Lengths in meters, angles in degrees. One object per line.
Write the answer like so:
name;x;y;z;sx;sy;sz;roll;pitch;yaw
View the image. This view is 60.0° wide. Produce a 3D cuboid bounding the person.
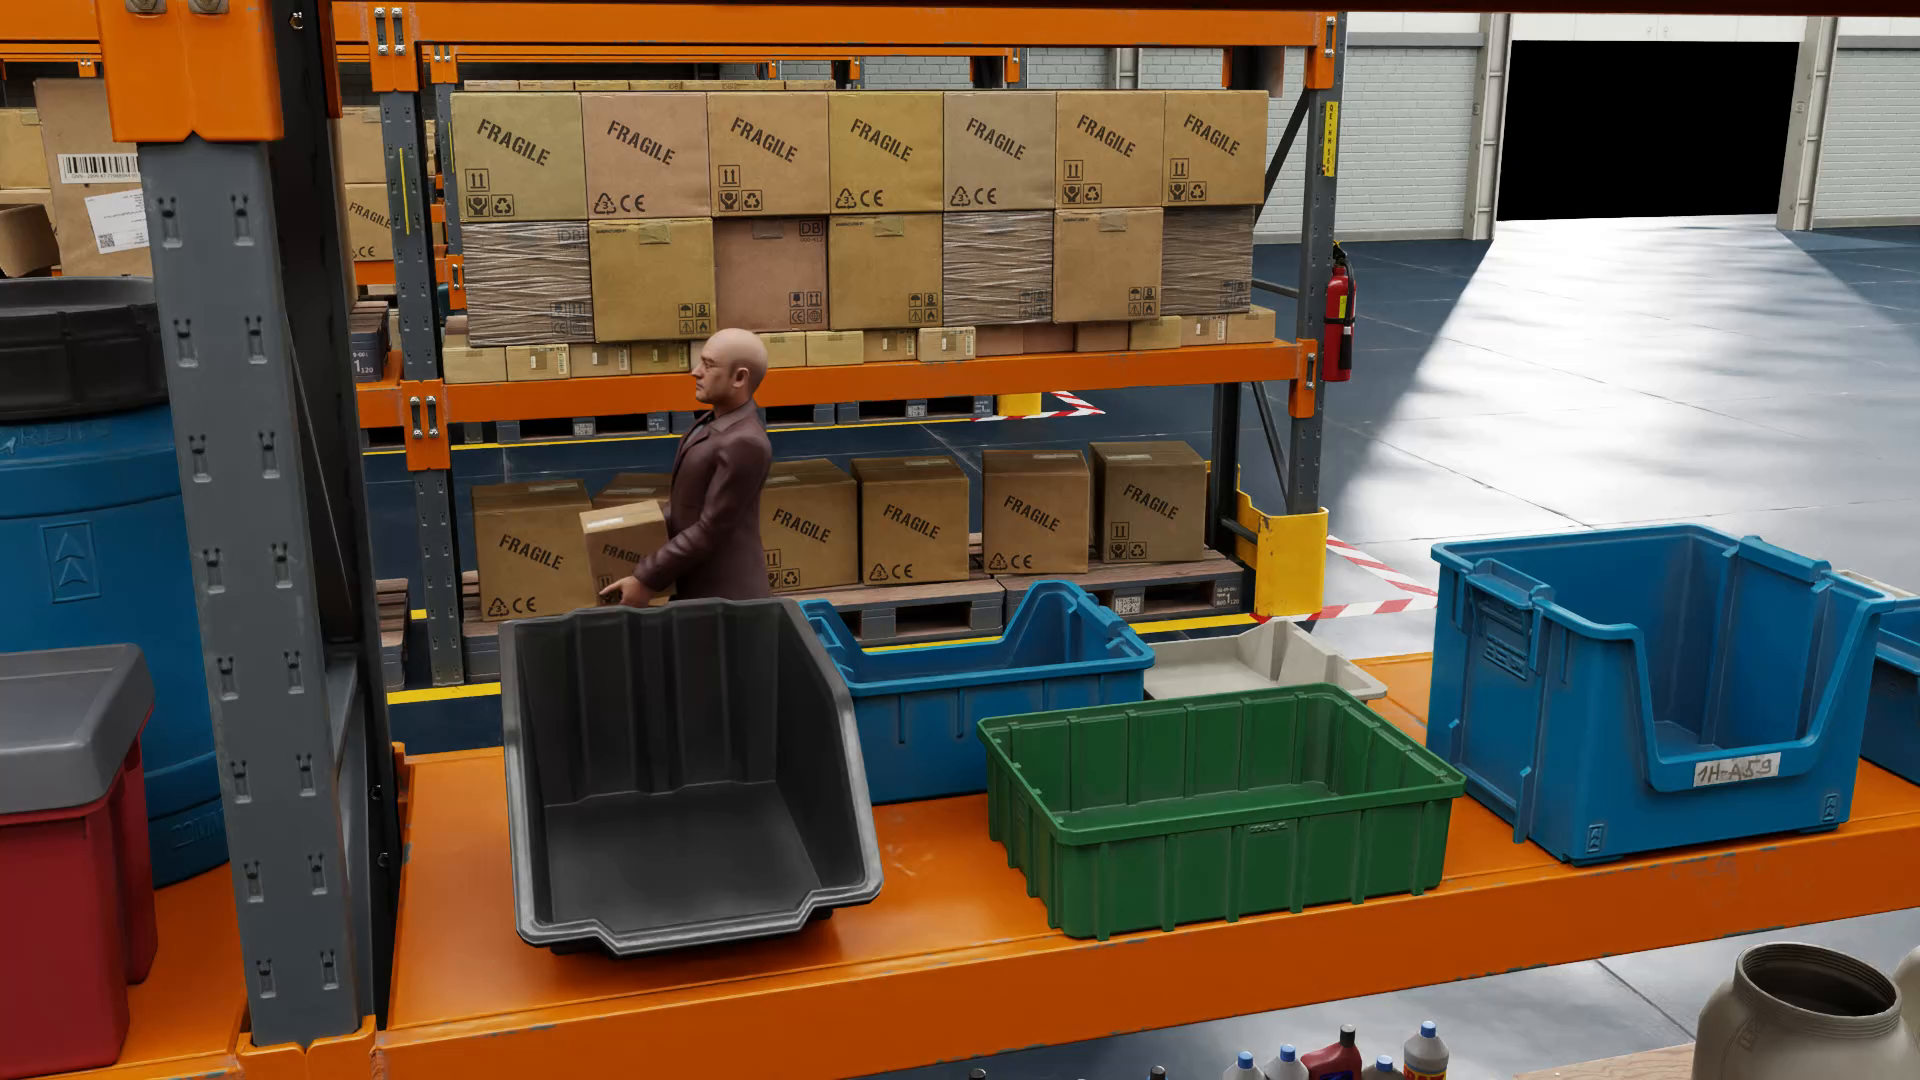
person;-0.871;0.209;5.325;0.563;1.769;0.530;-4;16;-15
